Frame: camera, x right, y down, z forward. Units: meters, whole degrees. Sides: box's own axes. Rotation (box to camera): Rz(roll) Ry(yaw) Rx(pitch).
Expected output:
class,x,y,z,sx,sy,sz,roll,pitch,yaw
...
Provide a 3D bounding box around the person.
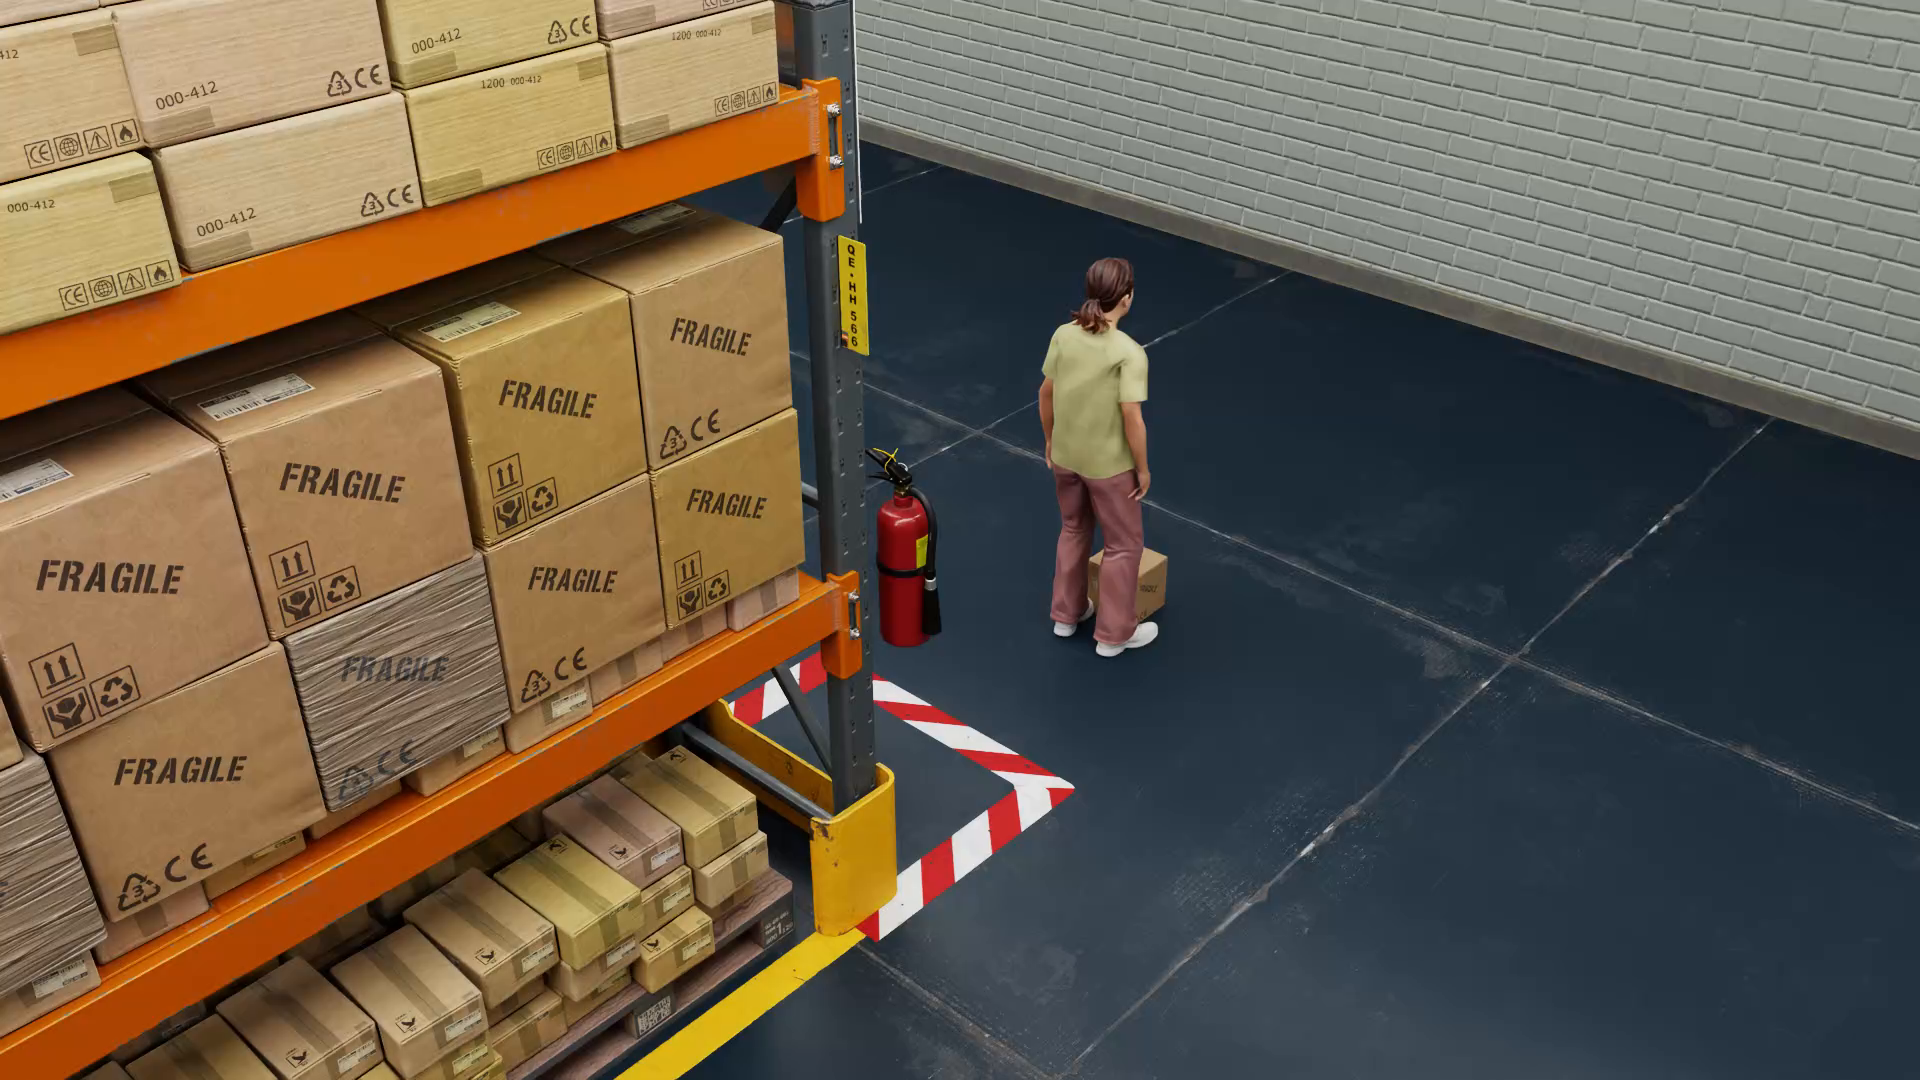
class,x,y,z,sx,sy,sz,roll,pitch,yaw
person,0.556,-0.322,6.664,0.503,1.671,0.364,23,38,33
